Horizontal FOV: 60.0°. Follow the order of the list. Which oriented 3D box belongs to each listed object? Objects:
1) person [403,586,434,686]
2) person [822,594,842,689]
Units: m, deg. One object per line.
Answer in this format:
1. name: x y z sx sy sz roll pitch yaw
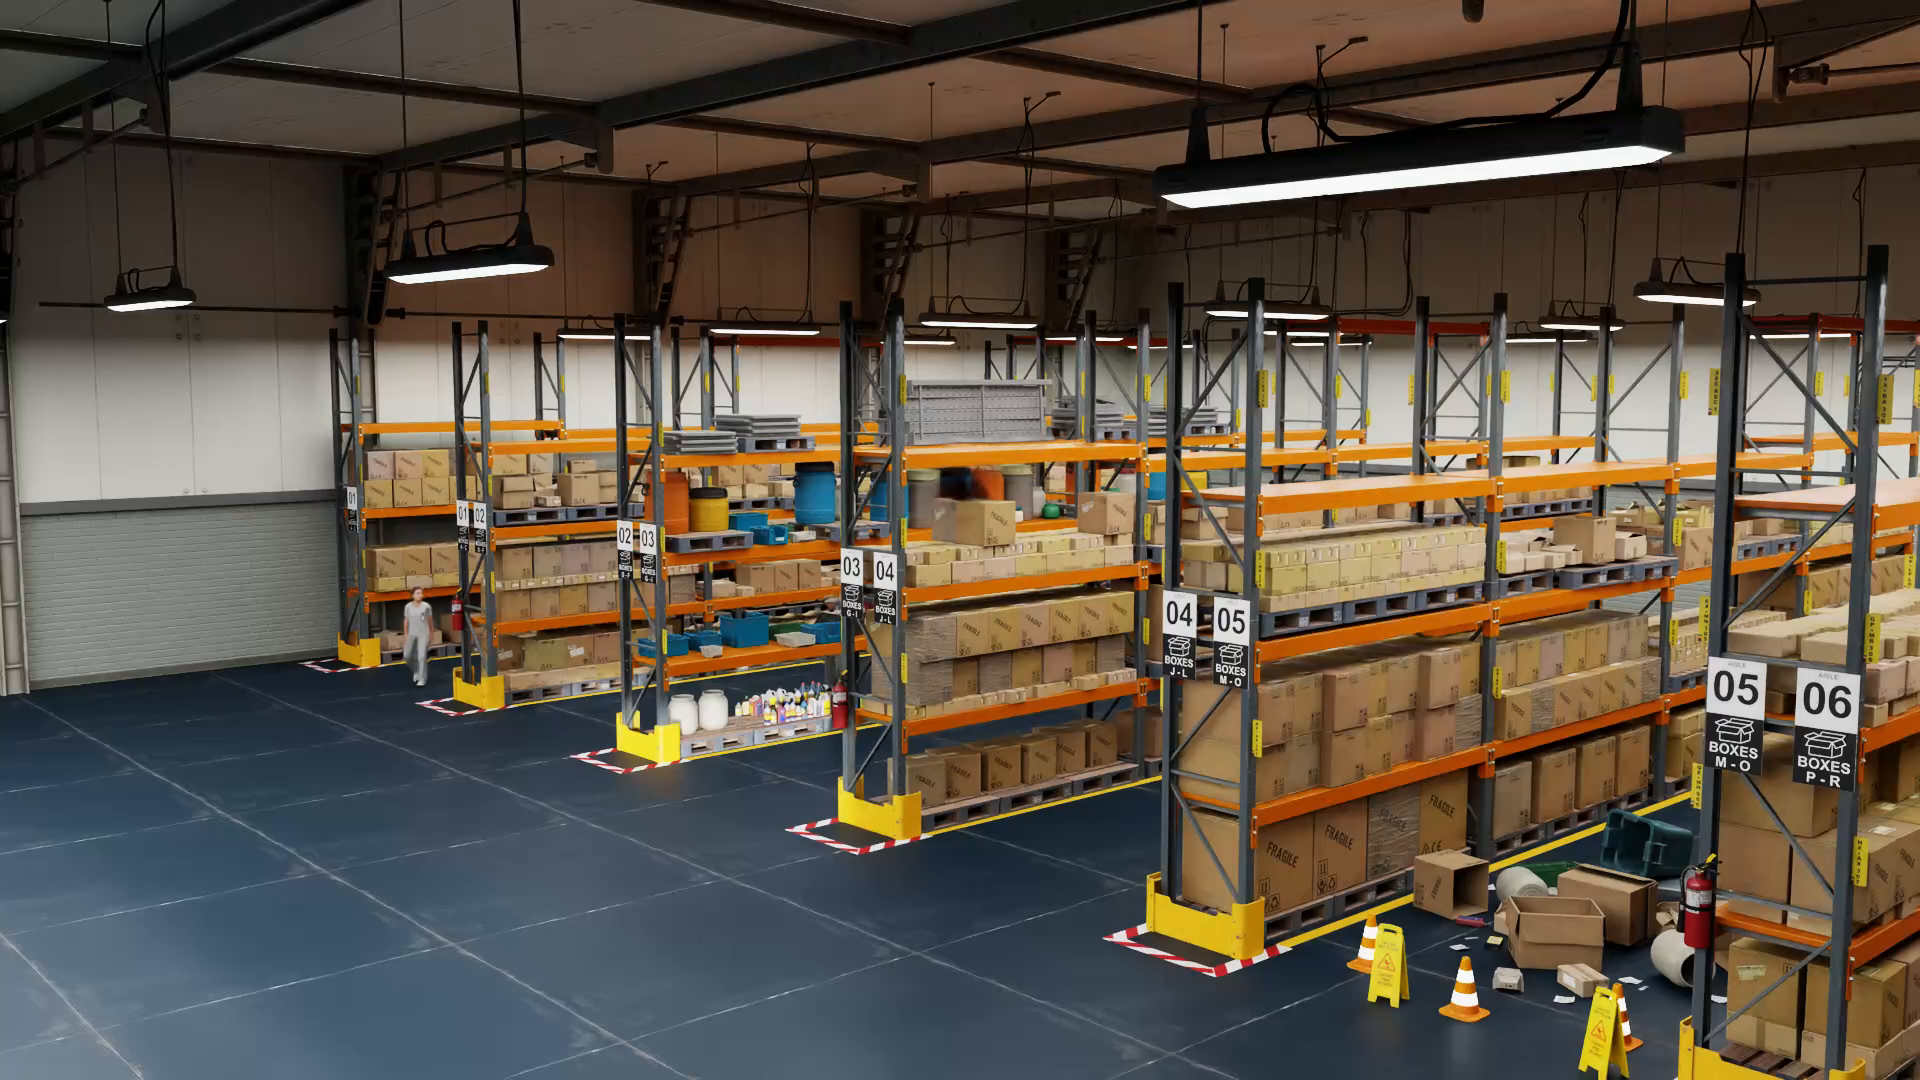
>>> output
1. person: -8.999 1.593 27.676 0.493 1.661 0.488 0 6 0
2. person: -2.026 1.701 26.605 0.472 1.705 0.370 2 6 17
